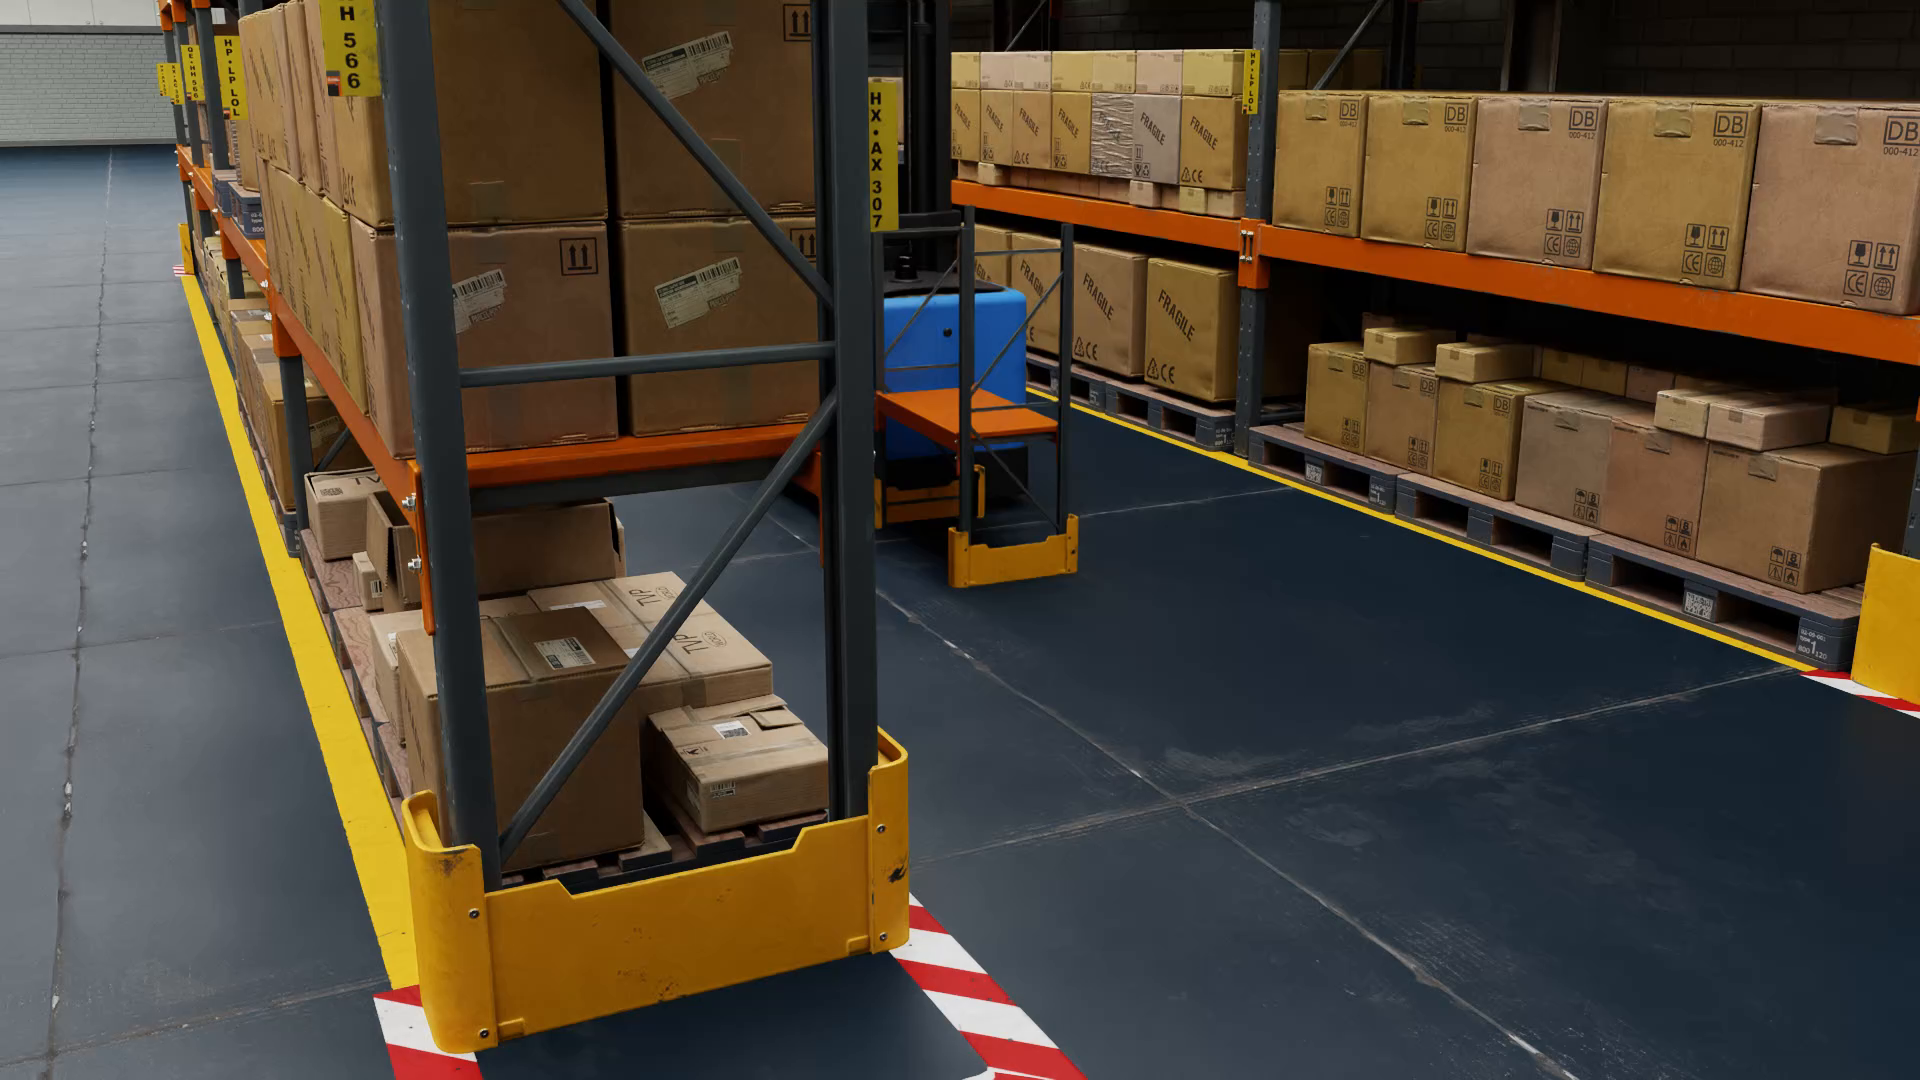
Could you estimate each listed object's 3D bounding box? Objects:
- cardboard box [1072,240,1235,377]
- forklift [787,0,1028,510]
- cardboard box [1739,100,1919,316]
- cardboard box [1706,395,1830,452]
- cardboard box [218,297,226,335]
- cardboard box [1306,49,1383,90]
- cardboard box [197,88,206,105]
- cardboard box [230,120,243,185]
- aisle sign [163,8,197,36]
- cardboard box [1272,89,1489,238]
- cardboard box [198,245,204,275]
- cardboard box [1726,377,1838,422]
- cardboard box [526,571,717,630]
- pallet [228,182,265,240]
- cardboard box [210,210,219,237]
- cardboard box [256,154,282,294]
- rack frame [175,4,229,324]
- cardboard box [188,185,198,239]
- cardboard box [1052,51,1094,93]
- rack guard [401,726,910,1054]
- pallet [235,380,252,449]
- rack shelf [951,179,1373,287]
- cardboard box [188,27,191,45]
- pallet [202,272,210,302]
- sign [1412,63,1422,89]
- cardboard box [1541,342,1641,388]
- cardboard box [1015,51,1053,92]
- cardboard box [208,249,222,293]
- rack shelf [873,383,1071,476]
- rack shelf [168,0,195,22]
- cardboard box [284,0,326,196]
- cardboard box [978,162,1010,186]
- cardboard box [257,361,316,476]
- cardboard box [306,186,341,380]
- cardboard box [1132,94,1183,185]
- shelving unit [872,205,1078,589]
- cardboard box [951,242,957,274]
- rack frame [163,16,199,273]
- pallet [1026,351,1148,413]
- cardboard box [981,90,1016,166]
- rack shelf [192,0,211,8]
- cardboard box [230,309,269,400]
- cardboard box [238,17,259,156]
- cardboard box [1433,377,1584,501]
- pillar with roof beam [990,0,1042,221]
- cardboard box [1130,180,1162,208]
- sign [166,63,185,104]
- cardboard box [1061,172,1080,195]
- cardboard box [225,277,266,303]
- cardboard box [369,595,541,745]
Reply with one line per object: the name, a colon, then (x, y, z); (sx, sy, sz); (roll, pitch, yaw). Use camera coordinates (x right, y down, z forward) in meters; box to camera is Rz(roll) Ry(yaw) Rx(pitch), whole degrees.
cardboard box: (1.231, -1.502, 10.682); (0.750, 0.750, 0.750); (-7, 17, -23)
forklift: (-0.701, -1.900, 9.059); (1.130, 2.935, 3.031); (-7, 17, -22)
cardboard box: (3.545, -1.245, 6.109); (0.980, 0.700, 0.700); (-7, 17, -22)
cardboard box: (3.161, -0.459, 6.508); (0.380, 0.149, 0.250); (-8, 18, -26)
cardboard box: (-5.303, -1.721, 12.533); (0.500, 0.250, 0.500); (-7, 18, -24)
cardboard box: (2.058, -2.674, 9.516); (0.500, 0.250, 0.500); (-7, 17, -23)
cardboard box: (-6.243, -3.753, 14.035); (0.380, 0.149, 0.250); (-8, 18, -25)
cardboard box: (-3.572, -2.218, 9.098); (0.700, 0.500, 0.500); (-4, 17, -14)
aisle sign: (-7.988, -5.573, 17.019); (0.394, 0.787, 0.004); (-8, 18, -25)
cardboard box: (2.248, -1.976, 8.653); (0.980, 0.700, 0.700); (-7, 18, -24)
cardboard box: (-6.993, -2.692, 15.917); (0.500, 0.250, 0.500); (-8, 18, -25)
cardboard box: (3.393, -0.568, 6.887); (0.380, 0.149, 0.250); (-8, 18, -25)
cardboard box: (-1.095, 0.317, 5.396); (0.500, 0.250, 0.500); (-8, 18, -25)
pallet: (-3.323, -1.786, 8.885); (1.003, 0.211, 1.213); (-8, 18, -25)
cardboard box: (-6.539, -2.807, 14.957); (0.500, 0.500, 0.500); (-8, 18, -25)
cardboard box: (-2.448, -1.257, 6.512); (0.500, 0.500, 0.500); (-7, 17, -23)
rack frame: (-5.931, -3.352, 13.993); (1.000, 3.000, 0.127); (-8, 18, -25)
cardboard box: (-7.428, -3.301, 16.679); (0.500, 0.500, 0.500); (-8, 18, -25)
cardboard box: (0.928, -2.995, 10.631); (0.500, 0.250, 0.500); (-8, 18, -26)
rack guard: (-0.707, 0.806, 4.035); (1.175, 0.500, 0.348); (-8, 18, -25)
pallet: (-3.886, -0.830, 10.260); (1.003, 0.211, 1.213); (-8, 18, -25)
rack shelf: (1.149, -2.118, 10.997); (1.077, 0.370, 4.000); (-8, 18, -25)
cardboard box: (-6.572, -4.382, 15.050); (0.700, 0.500, 0.500); (-8, 18, -25)
pallet: (-6.780, -2.517, 16.138); (1.003, 0.211, 1.213); (-8, 18, -25)
sign: (2.523, -2.489, 9.275); (0.100, 0.325, 0.005); (-8, 18, -25)
cardboard box: (2.948, -0.820, 7.764); (0.380, 0.149, 0.250); (-8, 18, -26)
cardboard box: (0.699, -3.120, 11.070); (0.500, 0.250, 0.500); (-8, 18, -25)
cardboard box: (-5.532, -2.116, 12.894); (0.500, 0.311, 0.500); (-8, 18, -27)
rack shelf: (0.033, -0.510, 7.461); (0.538, 0.185, 1.000); (-7, 17, -22)
rack shelf: (-5.055, -3.952, 11.950); (1.077, 0.370, 4.000); (-8, 18, -25)
cardboard box: (-1.570, -1.235, 4.624); (0.500, 0.500, 0.500); (-7, 17, -23)
cardboard box: (0.352, -2.599, 11.789); (0.380, 0.149, 0.250); (-7, 17, -23)
cardboard box: (-3.109, -0.590, 8.101); (0.500, 0.500, 0.500); (-8, 18, -25)
cardboard box: (-1.559, -0.755, 4.763); (0.500, 0.500, 0.500); (-8, 18, -24)
cardboard box: (1.364, -2.378, 9.842); (0.500, 0.500, 0.500); (-7, 18, -24)
shelving unit: (0.036, -0.681, 7.404); (0.587, 1.500, 1.083); (-7, 17, -22)
cardboard box: (-0.090, -2.142, 13.510); (0.700, 0.500, 0.500); (-7, 18, -24)
rack frame: (-7.683, -4.344, 17.449); (1.000, 3.000, 0.127); (-8, 18, -25)
pallet: (1.081, -1.113, 11.245); (1.003, 0.211, 1.213); (-8, 18, -25)
cardboard box: (0.476, -2.878, 11.585); (0.500, 0.500, 0.500); (-7, 17, -23)
rack shelf: (-3.303, -2.960, 8.494); (1.077, 0.370, 4.000); (-8, 18, -25)
cardboard box: (-4.002, -1.094, 9.857); (0.500, 0.500, 0.500); (-8, 18, -27)
cardboard box: (-2.473, -1.746, 6.403); (0.500, 0.500, 0.500); (-7, 17, -23)
cardboard box: (2.700, -0.518, 7.887); (0.700, 0.500, 0.500); (-7, 18, -24)
pillar with roof beam: (-3.389, -5.750, 11.473); (9.100, 9.000, 0.400); (-8, 18, -25)
cardboard box: (1.249, -2.094, 10.029); (0.380, 0.149, 0.250); (-8, 18, -25)
sign: (-6.429, -3.739, 13.628); (0.100, 0.325, 0.005); (-8, 18, -25)
cardboard box: (0.890, -2.360, 10.955); (0.380, 0.149, 0.250); (-8, 18, -25)
cardboard box: (-4.630, -1.610, 11.130); (0.500, 0.311, 0.500); (-7, 17, -23)
cardboard box: (-1.523, 0.390, 5.143); (0.500, 0.250, 0.500); (-8, 18, -25)
